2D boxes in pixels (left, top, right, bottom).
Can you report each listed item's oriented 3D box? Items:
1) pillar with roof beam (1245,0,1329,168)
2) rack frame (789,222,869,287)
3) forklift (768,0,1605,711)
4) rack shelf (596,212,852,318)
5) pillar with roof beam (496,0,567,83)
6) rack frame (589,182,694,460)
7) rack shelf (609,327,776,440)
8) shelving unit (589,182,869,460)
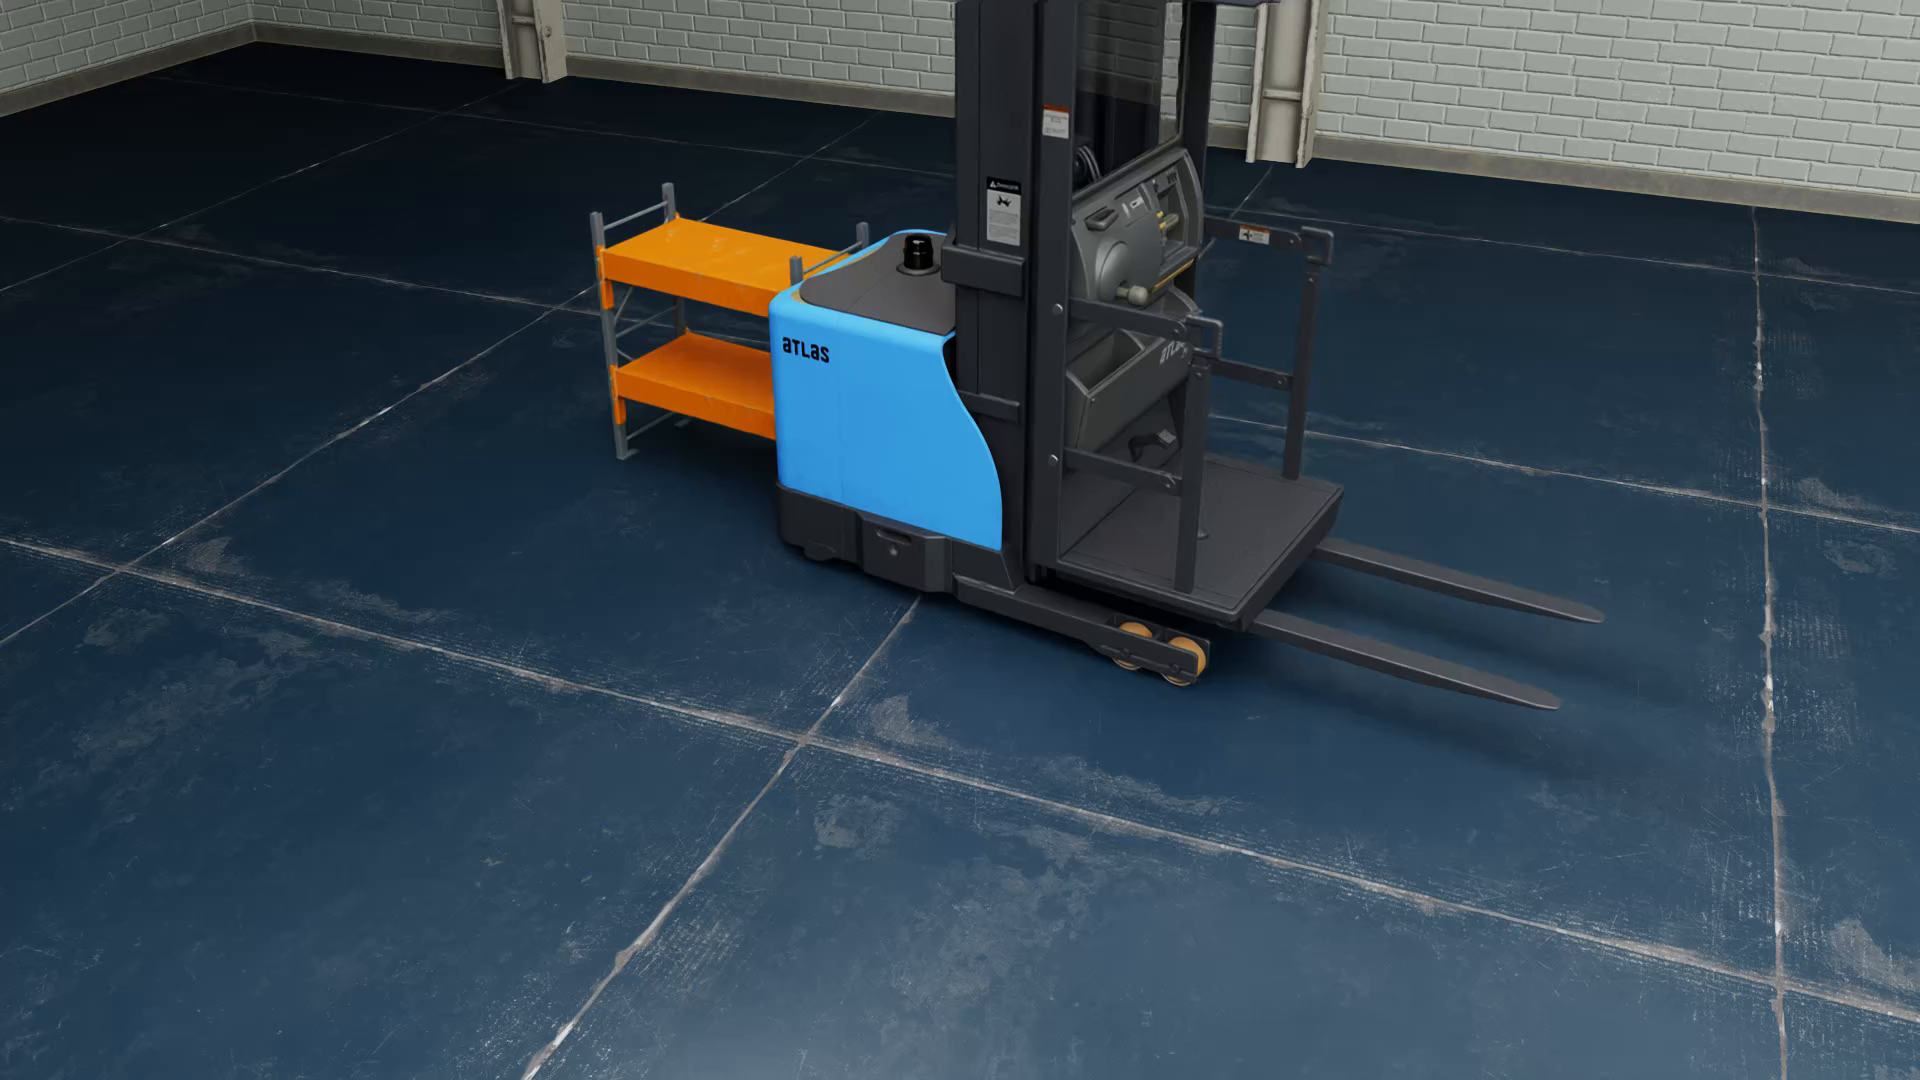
[{"bbox_3d":[0.560,-4.558,5.668,0.400,9.000,9.100,11,31,19],"label":"pillar with roof beam"},{"bbox_3d":[-0.513,-0.693,6.833,0.032,1.125,0.500,17,33,27],"label":"rack frame"},{"bbox_3d":[0.797,-1.064,5.653,3.031,2.935,1.130,17,33,27],"label":"forklift"},{"bbox_3d":[-0.947,-1.078,6.918,1.000,0.278,0.538,17,33,27],"label":"rack shelf"},{"bbox_3d":[-5.000,-5.668,7.632,0.400,9.000,9.100,11,31,19],"label":"pillar with roof beam"},{"bbox_3d":[-1.382,-0.952,7.292,0.032,1.125,0.500,17,33,27],"label":"rack frame"},{"bbox_3d":[-0.947,-0.610,7.183,1.000,0.278,0.538,17,33,27],"label":"rack shelf"},{"bbox_3d":[-0.947,-0.823,7.063,1.048,1.125,0.538,17,33,27],"label":"shelving unit"}]
